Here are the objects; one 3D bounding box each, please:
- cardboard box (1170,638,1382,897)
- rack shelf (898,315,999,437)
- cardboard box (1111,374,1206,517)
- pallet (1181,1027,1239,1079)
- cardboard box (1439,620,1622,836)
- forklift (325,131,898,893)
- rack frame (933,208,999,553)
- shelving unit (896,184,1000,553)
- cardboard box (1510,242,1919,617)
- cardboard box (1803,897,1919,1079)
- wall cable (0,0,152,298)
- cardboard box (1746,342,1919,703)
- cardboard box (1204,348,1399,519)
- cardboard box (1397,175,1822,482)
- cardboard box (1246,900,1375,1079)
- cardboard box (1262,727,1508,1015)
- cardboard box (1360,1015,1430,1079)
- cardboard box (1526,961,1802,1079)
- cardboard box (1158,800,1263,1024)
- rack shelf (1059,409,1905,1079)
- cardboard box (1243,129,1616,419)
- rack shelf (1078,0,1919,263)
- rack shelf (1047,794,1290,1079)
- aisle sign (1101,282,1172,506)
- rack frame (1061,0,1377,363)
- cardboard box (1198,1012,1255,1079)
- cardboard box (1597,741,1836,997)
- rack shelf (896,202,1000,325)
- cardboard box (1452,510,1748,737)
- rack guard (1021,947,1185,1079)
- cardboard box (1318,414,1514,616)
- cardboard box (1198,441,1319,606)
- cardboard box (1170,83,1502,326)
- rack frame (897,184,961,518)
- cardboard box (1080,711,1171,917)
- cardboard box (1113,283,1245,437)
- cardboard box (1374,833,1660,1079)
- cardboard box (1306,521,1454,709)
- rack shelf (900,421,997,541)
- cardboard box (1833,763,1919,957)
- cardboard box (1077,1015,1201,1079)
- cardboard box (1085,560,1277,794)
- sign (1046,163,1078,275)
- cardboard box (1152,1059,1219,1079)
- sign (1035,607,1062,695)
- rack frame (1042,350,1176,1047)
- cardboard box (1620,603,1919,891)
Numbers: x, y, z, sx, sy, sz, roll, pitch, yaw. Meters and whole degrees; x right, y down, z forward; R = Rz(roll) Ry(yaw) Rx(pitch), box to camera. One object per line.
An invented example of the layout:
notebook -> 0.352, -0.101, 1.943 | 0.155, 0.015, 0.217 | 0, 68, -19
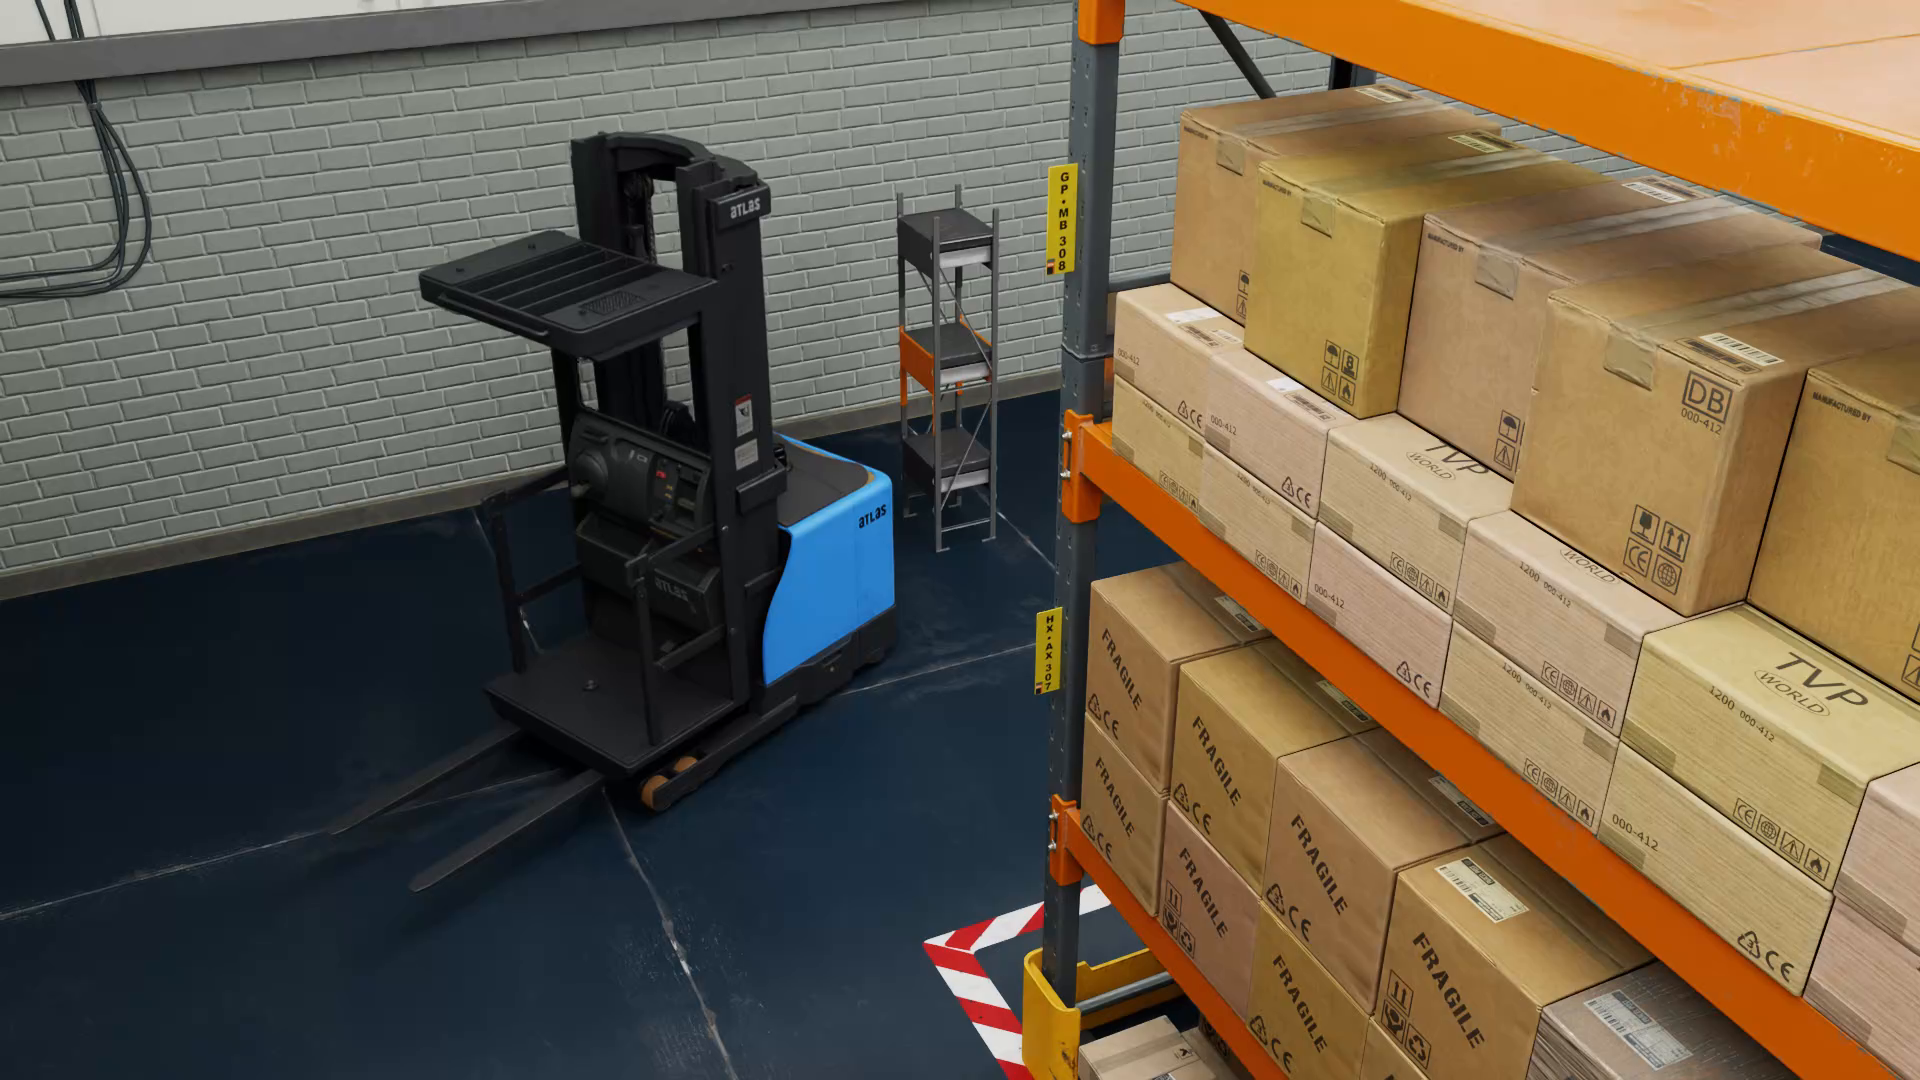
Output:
cardboard box -> 0.974, 0.640, 4.891 | 0.500, 0.500, 0.500 | -13, 32, -21
rack shelf -> -0.071, -0.977, 9.846 | 0.431, 0.518, 0.480 | -13, 32, -22
cardboard box -> 0.782, -0.324, 4.820 | 0.500, 0.250, 0.500 | -13, 32, -22
pallet -> 1.167, 2.241, 6.011 | 1.003, 0.211, 1.213 | -13, 32, -22
cardboard box -> 1.421, 0.340, 3.636 | 0.500, 0.250, 0.500 | -13, 32, -22
forklift -> -1.647, -0.263, 7.695 | 1.130, 2.935, 3.031 | 21, 36, 33
rack frame -> 0.034, -0.881, 9.648 | 0.400, 2.100, 0.015 | -13, 32, -22
shelving unit -> -0.071, -0.989, 9.840 | 0.431, 2.100, 0.503 | -13, 32, -22
cardboard box -> 1.606, -0.248, 3.407 | 0.700, 0.500, 0.500 | -13, 32, -22
cardboard box -> 1.854, 0.781, 2.850 | 0.500, 0.250, 0.500 | -13, 32, -22
wall cable -> -5.787, -2.155, 8.040 | 3.097, 2.526, 0.112 | -13, 32, -22
cardboard box -> 1.958, -0.059, 3.070 | 0.700, 0.500, 0.500 | -13, 32, -22
cardboard box -> 0.984, -0.318, 4.299 | 0.500, 0.250, 0.500 | -13, 32, -22
cardboard box -> 1.476, -0.489, 3.836 | 0.700, 0.500, 0.500 | -13, 32, -22
cardboard box -> 1.182, 1.296, 4.743 | 0.500, 0.500, 0.500 | -13, 32, -22
cardboard box -> 1.185, 0.862, 4.495 | 0.500, 0.500, 0.500 | -13, 32, -21
cardboard box -> 1.395, 1.517, 4.349 | 0.500, 0.500, 0.500 | -13, 32, -21
cardboard box -> 1.619, 1.309, 3.698 | 0.500, 0.500, 0.500 | -13, 32, -22
cardboard box -> 0.969, 1.073, 5.140 | 0.500, 0.500, 0.500 | -13, 32, -22
rack shelf -> 1.649, 0.528, 3.884 | 1.077, 0.370, 4.000 | -13, 32, -22
cardboard box -> 1.164, -0.687, 4.190 | 0.700, 0.500, 0.500 | -13, 32, -22
rack shelf -> 1.649, -0.779, 3.151 | 1.077, 0.370, 4.000 | -13, 32, -22
rack shelf -> 1.649, 1.836, 4.617 | 1.077, 0.370, 4.000 | -13, 32, -22
aisle sign -> 0.496, -0.464, 5.325 | 0.394, 0.787, 0.004 | -13, 32, -22
rack frame -> 0.791, -1.978, 4.549 | 1.000, 3.000, 0.127 | -13, 32, -22
cardboard box -> 1.247, 1.726, 6.184 | 0.500, 0.500, 0.500 | -13, 32, -22
cardboard box -> 1.632, 0.562, 3.241 | 0.500, 0.250, 0.500 | -13, 32, -22
rack shelf -> -0.071, -1.588, 9.504 | 0.431, 0.518, 0.480 | -13, 32, -22
cardboard box -> 1.416, 0.123, 3.512 | 0.500, 0.250, 0.500 | -13, 32, -22
rack guard -> 0.823, 1.763, 6.568 | 1.175, 0.500, 0.348 | -13, 32, -22
cardboard box -> 1.205, -0.099, 3.907 | 0.500, 0.250, 0.500 | -13, 32, -22
cardboard box -> 0.985, -0.100, 4.421 | 0.500, 0.250, 0.500 | -13, 32, -22
cardboard box -> 1.026, -0.926, 4.616 | 0.700, 0.500, 0.500 | -13, 32, -22
rack frame -> -0.176, -1.097, 10.032 | 0.400, 2.100, 0.015 | -13, 32, -22
cardboard box -> 0.743, 0.847, 5.544 | 0.500, 0.500, 0.500 | -12, 32, -21
cardboard box -> 0.776, -0.541, 4.695 | 0.500, 0.250, 0.500 | -13, 32, -22
cardboard box -> 1.404, 1.086, 4.095 | 0.500, 0.500, 0.500 | -13, 32, -22
cardboard box -> 1.201, 0.120, 4.028 | 0.500, 0.250, 0.500 | -13, 32, -22
rack shelf -> -0.071, -0.367, 10.189 | 0.431, 0.518, 0.480 | -13, 32, -22
cardboard box -> 1.842, 0.565, 2.723 | 0.500, 0.250, 0.500 | -13, 32, -22
cardboard box -> 0.660, 1.948, 6.148 | 0.380, 0.149, 0.250 | -13, 32, -22
cardboard box -> 0.743, 0.410, 5.299 | 0.500, 0.500, 0.500 | -12, 31, -20
sign -> 0.301, -0.937, 4.866 | 0.100, 0.325, 0.005 | -13, 32, -22
cardboard box -> 0.767, 2.050, 5.947 | 0.380, 0.166, 0.250 | -13, 32, -22
sign -> 0.301, 0.375, 5.602 | 0.100, 0.325, 0.005 | -13, 32, -22
rack frame -> 0.791, 0.639, 6.017 | 1.000, 3.000, 0.127 | -13, 32, -22
cardboard box -> 1.630, 0.344, 3.118 | 0.500, 0.250, 0.500 | -13, 32, -22
